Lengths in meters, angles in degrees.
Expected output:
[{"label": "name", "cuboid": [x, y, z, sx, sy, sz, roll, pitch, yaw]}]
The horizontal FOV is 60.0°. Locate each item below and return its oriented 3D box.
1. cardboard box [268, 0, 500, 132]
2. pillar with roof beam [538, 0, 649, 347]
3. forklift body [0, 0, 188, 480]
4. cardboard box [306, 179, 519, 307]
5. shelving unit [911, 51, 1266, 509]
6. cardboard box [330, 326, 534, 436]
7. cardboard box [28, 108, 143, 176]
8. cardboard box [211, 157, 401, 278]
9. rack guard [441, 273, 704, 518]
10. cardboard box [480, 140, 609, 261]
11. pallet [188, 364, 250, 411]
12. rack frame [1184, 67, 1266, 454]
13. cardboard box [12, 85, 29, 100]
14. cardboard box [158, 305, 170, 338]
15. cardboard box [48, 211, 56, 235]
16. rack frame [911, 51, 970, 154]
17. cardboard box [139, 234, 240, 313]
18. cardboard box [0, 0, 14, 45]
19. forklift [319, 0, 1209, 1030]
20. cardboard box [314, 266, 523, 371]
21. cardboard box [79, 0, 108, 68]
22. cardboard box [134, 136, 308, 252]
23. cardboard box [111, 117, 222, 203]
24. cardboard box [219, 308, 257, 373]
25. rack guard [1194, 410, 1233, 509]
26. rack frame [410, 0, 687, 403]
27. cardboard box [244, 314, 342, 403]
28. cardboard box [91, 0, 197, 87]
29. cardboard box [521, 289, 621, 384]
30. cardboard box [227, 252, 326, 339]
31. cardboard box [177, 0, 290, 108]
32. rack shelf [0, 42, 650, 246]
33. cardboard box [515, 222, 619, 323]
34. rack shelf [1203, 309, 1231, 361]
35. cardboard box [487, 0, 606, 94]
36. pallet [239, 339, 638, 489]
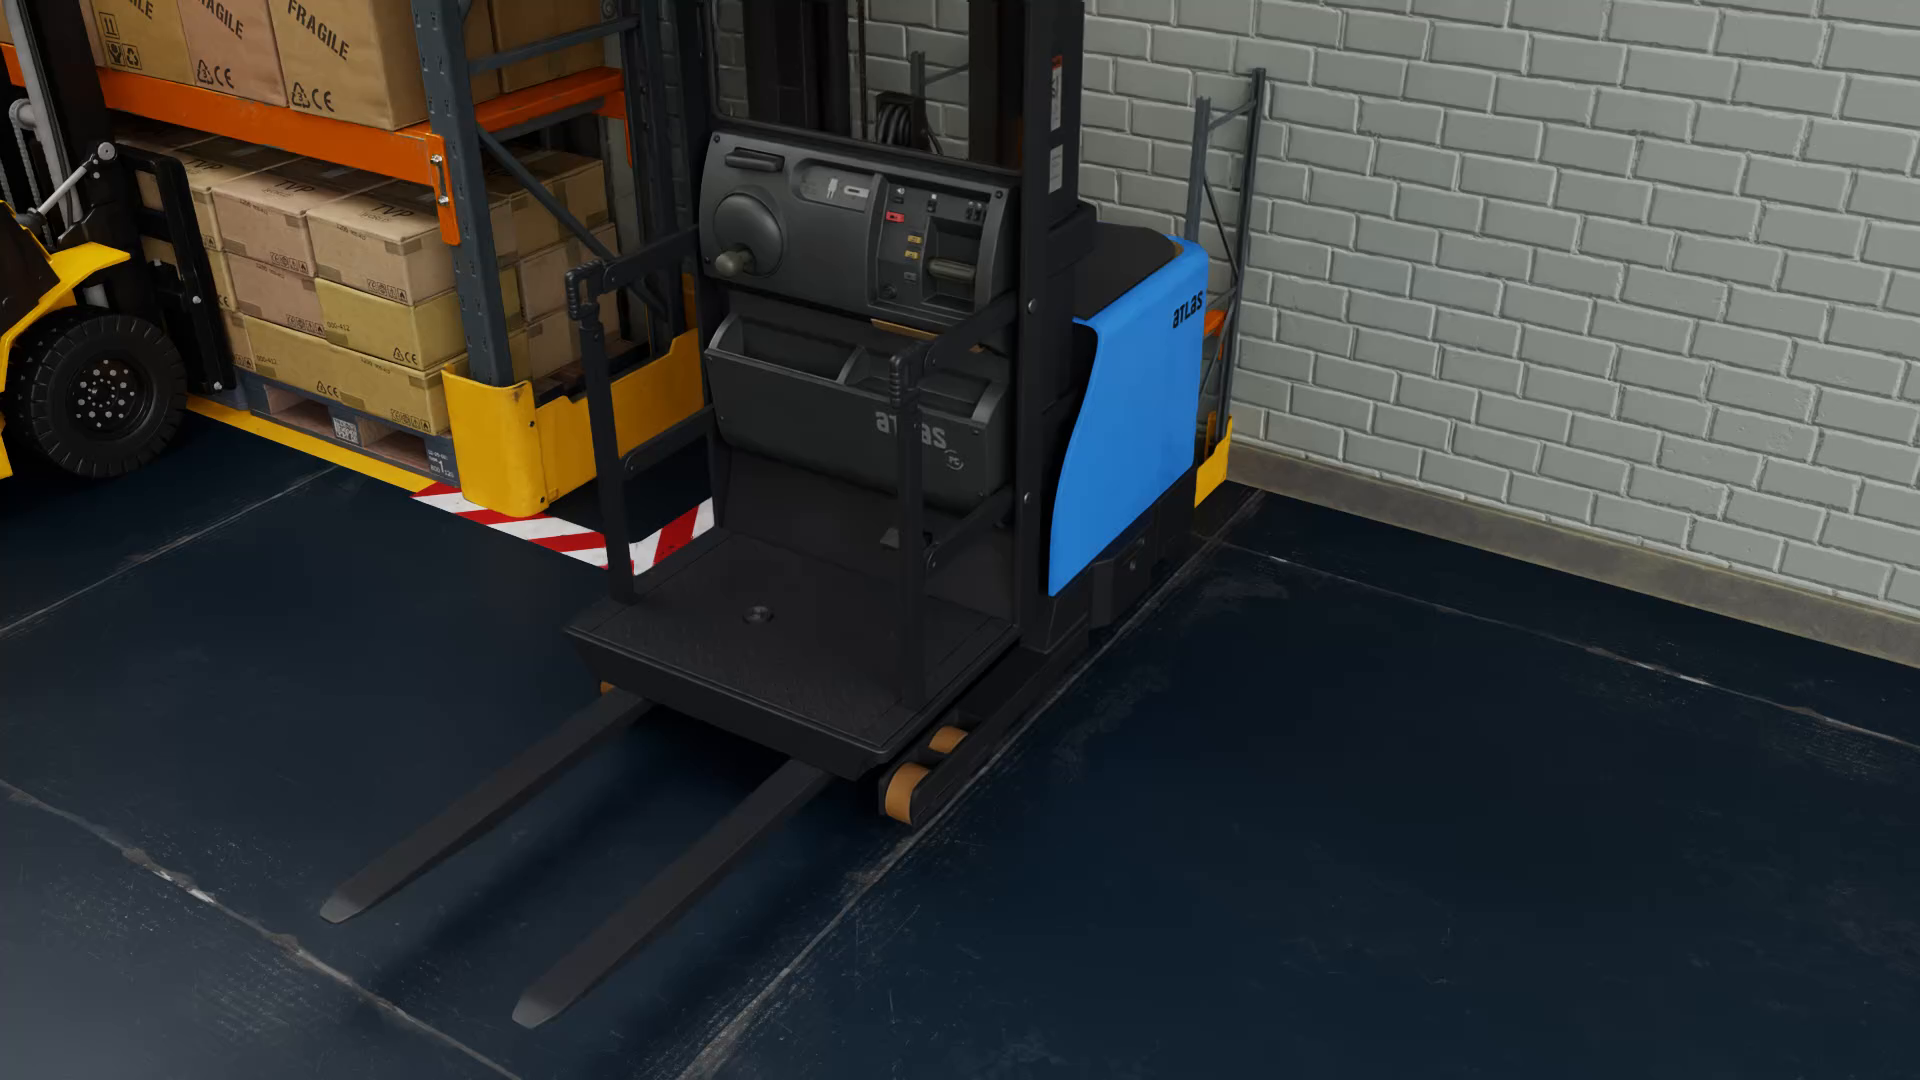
[{"label": "cardboard box", "cuboid": [-1.950, -1.727, 5.634, 0.500, 0.500, 0.500, 17, 34, 26]}, {"label": "pillar with roof beam", "cuboid": [-3.793, -2.989, 1.943, 0.400, 9.000, 9.100, 18, 35, 27]}, {"label": "forklift body", "cuboid": [-3.969, -1.026, 5.375, 1.214, 2.155, 2.313, 18, 35, 27]}, {"label": "cardboard box", "cuboid": [-1.949, -1.079, 5.943, 0.500, 0.250, 0.500, 19, 35, 29]}, {"label": "shelving unit", "cuboid": [0.394, -0.912, 5.800, 1.083, 1.500, 0.587, 17, 33, 26]}, {"label": "cardboard box", "cuboid": [-1.959, -0.648, 6.197, 0.500, 0.250, 0.500, 18, 35, 28]}, {"label": "cardboard box", "cuboid": [-3.683, -1.628, 6.883, 0.500, 0.250, 0.500, 19, 35, 29]}, {"label": "cardboard box", "cuboid": [-2.385, -1.214, 6.173, 0.500, 0.250, 0.500, 18, 35, 28]}, {"label": "rack guard", "cuboid": [-1.373, -0.577, 6.244, 0.348, 0.500, 1.175, 18, 35, 27]}, {"label": "cardboard box", "cuboid": [-1.700, -1.299, 6.319, 0.500, 0.250, 0.500, 17, 34, 27]}, {"label": "pallet", "cuboid": [-3.093, -0.973, 7.209, 1.213, 0.211, 1.003, 18, 35, 27]}, {"label": "rack frame", "cuboid": [0.839, -0.776, 5.574, 0.032, 1.500, 0.500, 17, 33, 26]}, {"label": "cardboard box", "cuboid": [-4.111, -1.756, 7.103, 0.500, 0.250, 0.500, 18, 35, 27]}, {"label": "cardboard box", "cuboid": [-3.246, -1.053, 6.890, 0.500, 0.250, 0.500, 19, 35, 29]}, {"label": "cardboard box", "cuboid": [-3.688, -1.410, 7.006, 0.500, 0.250, 0.500, 17, 34, 27]}, {"label": "rack frame", "cuboid": [-0.036, -1.044, 6.017, 0.032, 1.500, 0.500, 17, 33, 26]}, {"label": "cardboard box", "cuboid": [-2.839, -1.139, 6.541, 0.500, 0.250, 0.500, 17, 34, 26]}, {"label": "cardboard box", "cuboid": [-3.665, -2.280, 6.583, 0.500, 0.500, 0.500, 17, 34, 27]}, {"label": "forklift", "cuboid": [-0.402, -0.772, 4.165, 1.130, 2.935, 3.031, 17, 34, 27]}, {"label": "cardboard box", "cuboid": [-1.972, -0.870, 6.081, 0.500, 0.250, 0.500, 17, 34, 27]}, {"label": "cardboard box", "cuboid": [-3.250, -2.137, 6.336, 0.500, 0.500, 0.500, 18, 35, 28]}, {"label": "cardboard box", "cuboid": [-2.818, -1.345, 6.398, 0.500, 0.250, 0.500, 18, 35, 28]}, {"label": "cardboard box", "cuboid": [-3.243, -1.484, 6.636, 0.500, 0.250, 0.500, 17, 34, 26]}, {"label": "cardboard box", "cuboid": [-2.794, -0.923, 6.668, 0.500, 0.250, 0.500, 18, 35, 28]}, {"label": "rack guard", "cuboid": [0.809, -0.236, 5.887, 0.087, 0.250, 0.587, 17, 33, 26]}, {"label": "rack frame", "cuboid": [-1.393, -1.664, 5.625, 0.127, 3.000, 1.000, 18, 35, 27]}, {"label": "cardboard box", "cuboid": [-2.376, -0.786, 6.432, 0.500, 0.250, 0.500, 18, 35, 27]}, {"label": "cardboard box", "cuboid": [-2.819, -2.007, 6.114, 0.500, 0.500, 0.500, 17, 34, 26]}, {"label": "cardboard box", "cuboid": [-1.705, -0.872, 6.581, 0.500, 0.250, 0.500, 18, 35, 28]}, {"label": "cardboard box", "cuboid": [-2.391, -1.009, 6.319, 0.500, 0.250, 0.500, 17, 34, 27]}, {"label": "cardboard box", "cuboid": [-2.384, -1.870, 5.879, 0.500, 0.500, 0.500, 19, 35, 29]}, {"label": "rack shelf", "cuboid": [-3.087, -1.889, 6.725, 4.000, 0.370, 1.077, 18, 35, 27]}, {"label": "cardboard box", "cuboid": [-1.681, -1.088, 6.454, 0.500, 0.250, 0.500, 18, 35, 28]}, {"label": "rack shelf", "cuboid": [0.398, -0.753, 5.883, 1.000, 0.185, 0.538, 17, 33, 26]}, {"label": "cardboard box", "cuboid": [-1.665, -1.958, 6.030, 0.500, 0.500, 0.500, 19, 35, 29]}, {"label": "pallet", "cuboid": [-2.063, -0.646, 6.648, 1.213, 0.211, 1.003, 18, 35, 27]}]
